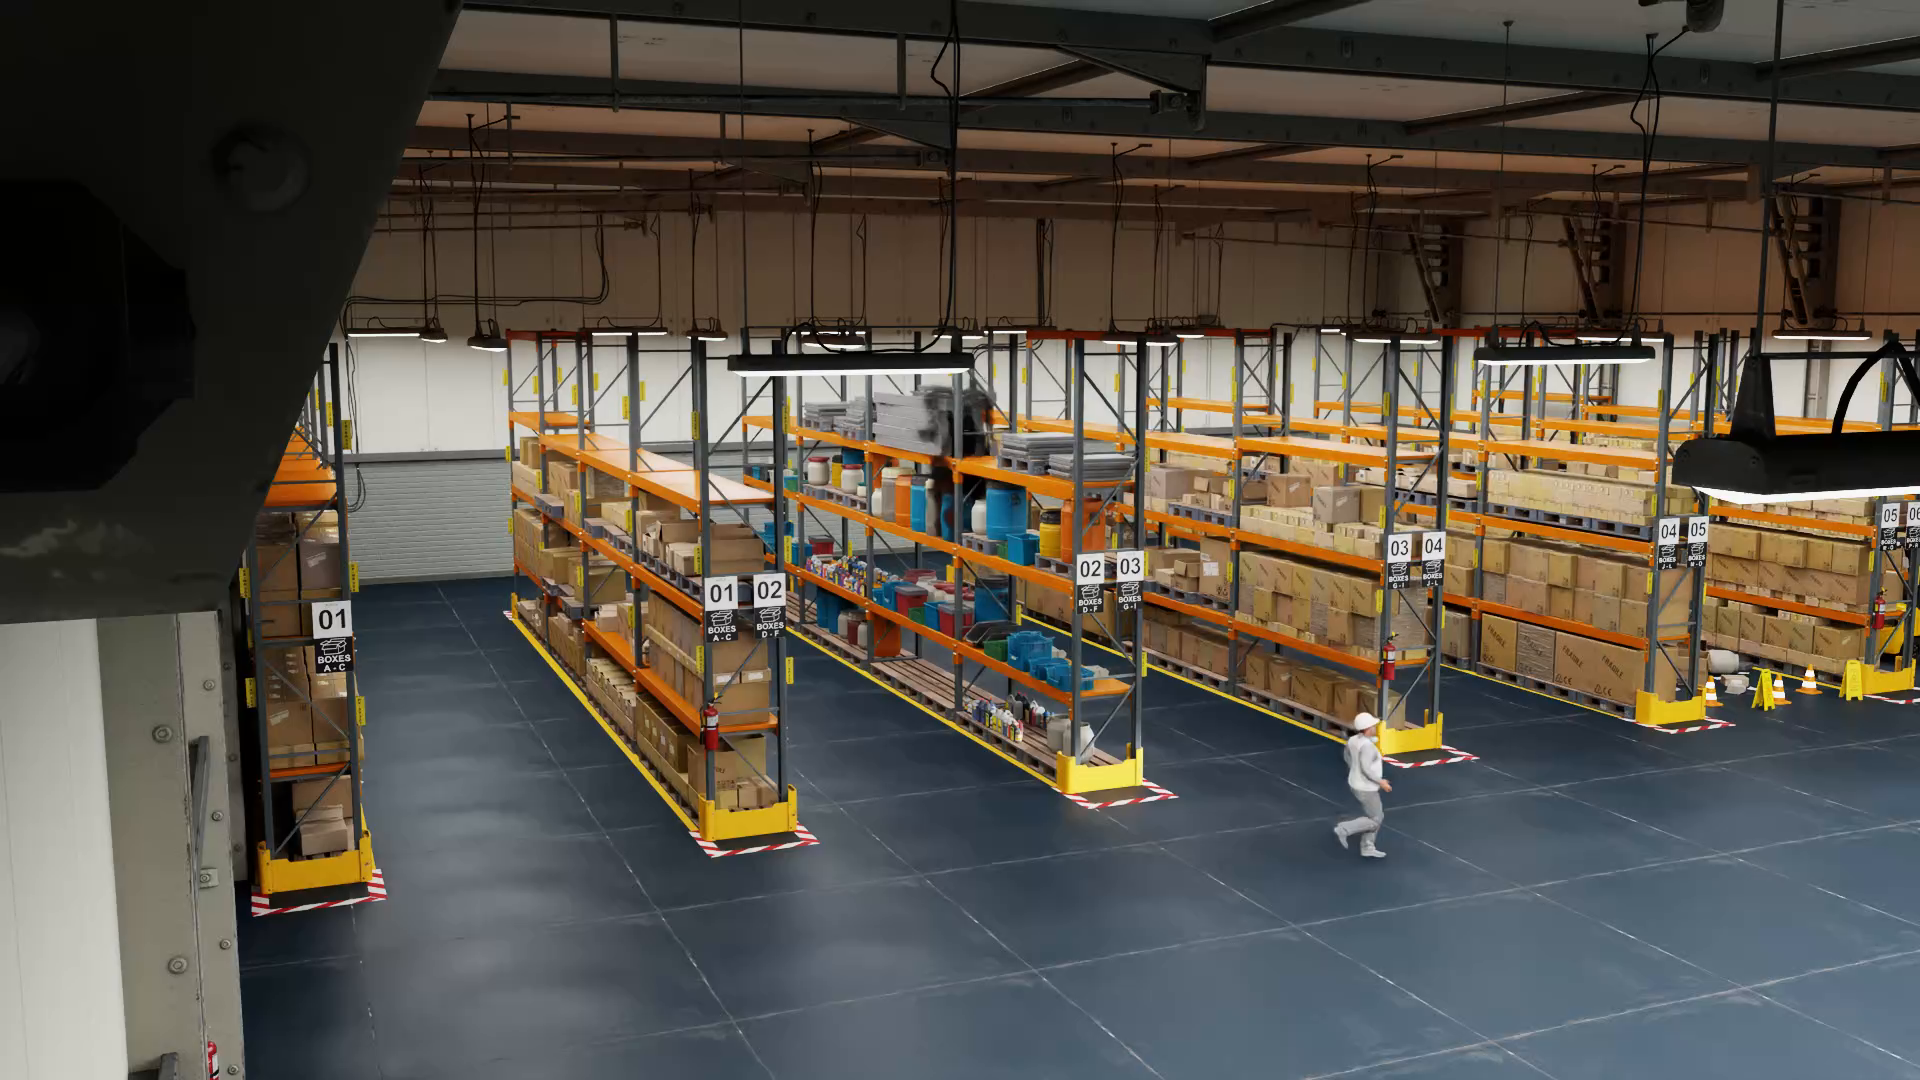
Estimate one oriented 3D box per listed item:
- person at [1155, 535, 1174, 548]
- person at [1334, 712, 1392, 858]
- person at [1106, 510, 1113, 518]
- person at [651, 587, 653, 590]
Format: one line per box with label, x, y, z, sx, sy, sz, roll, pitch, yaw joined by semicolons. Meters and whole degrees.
person;5.153;-0.214;41.883;0.806;1.721;0.740;4;9;25
person;4.662;2.863;19.370;0.674;1.741;0.647;-1;8;-5
person;3.549;0.044;40.310;0.643;1.670;0.838;1;8;11
person;-6.015;0.971;33.403;0.599;1.707;0.764;-4;9;-26
